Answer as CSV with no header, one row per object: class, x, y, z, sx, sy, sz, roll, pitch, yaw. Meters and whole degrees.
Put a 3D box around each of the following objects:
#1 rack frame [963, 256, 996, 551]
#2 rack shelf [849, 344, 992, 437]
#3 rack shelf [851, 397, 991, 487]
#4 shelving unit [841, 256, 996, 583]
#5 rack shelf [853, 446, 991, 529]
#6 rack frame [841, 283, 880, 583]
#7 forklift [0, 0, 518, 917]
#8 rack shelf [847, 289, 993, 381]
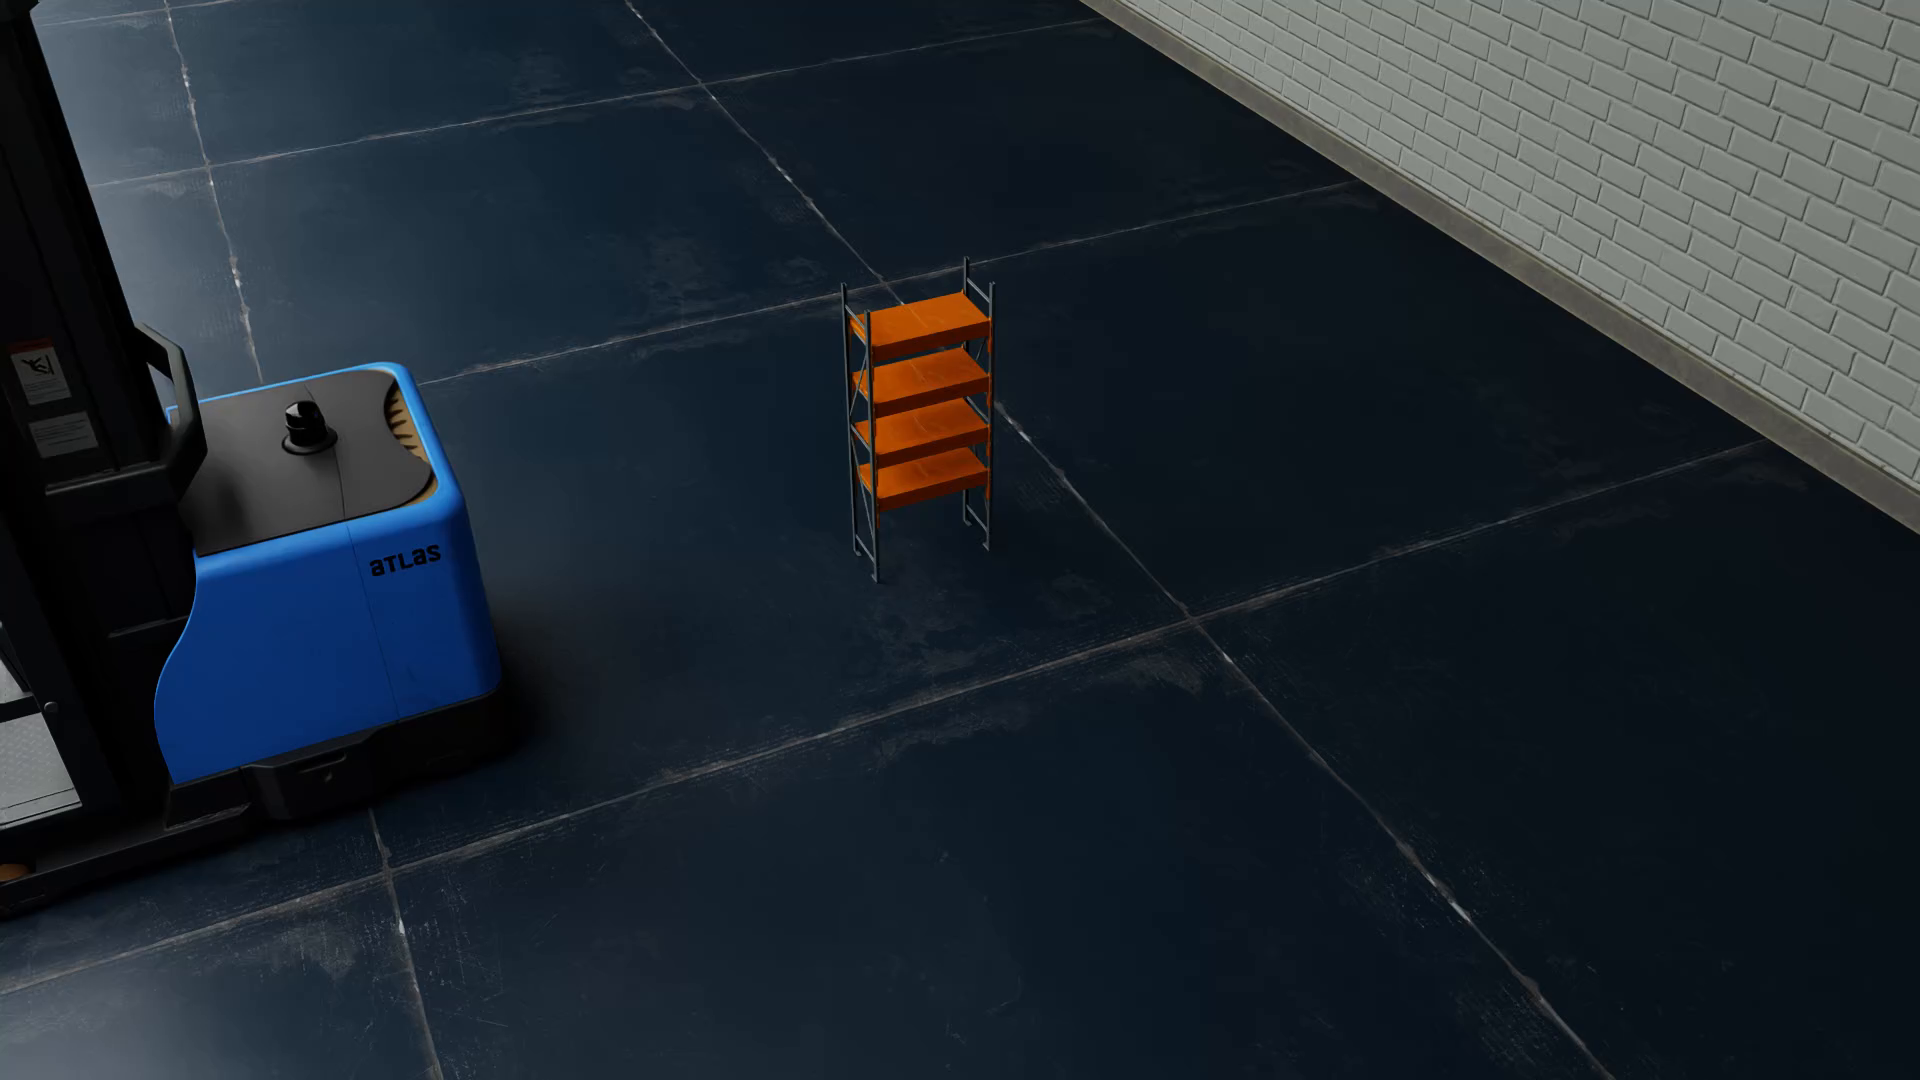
rack frame,0.071,-0.502,6.419,0.015,1.200,0.240,-16,39,-20
rack shelf,-0.150,-0.566,6.243,0.480,0.148,0.258,-16,39,-20
rack shelf,-0.150,-0.386,6.376,0.480,0.148,0.258,-16,39,-20
shelving unit,-0.150,-0.440,6.336,0.503,1.200,0.258,-16,39,-20
rack shelf,-0.150,-0.226,6.494,0.480,0.148,0.258,-16,39,-20
rack frame,-0.371,-0.378,6.253,0.015,1.200,0.240,-16,39,-20
forklift,-3.085,-0.318,4.718,3.031,2.935,1.130,-16,39,-20
rack shelf,-0.150,-0.756,6.102,0.480,0.148,0.258,-16,39,-20
